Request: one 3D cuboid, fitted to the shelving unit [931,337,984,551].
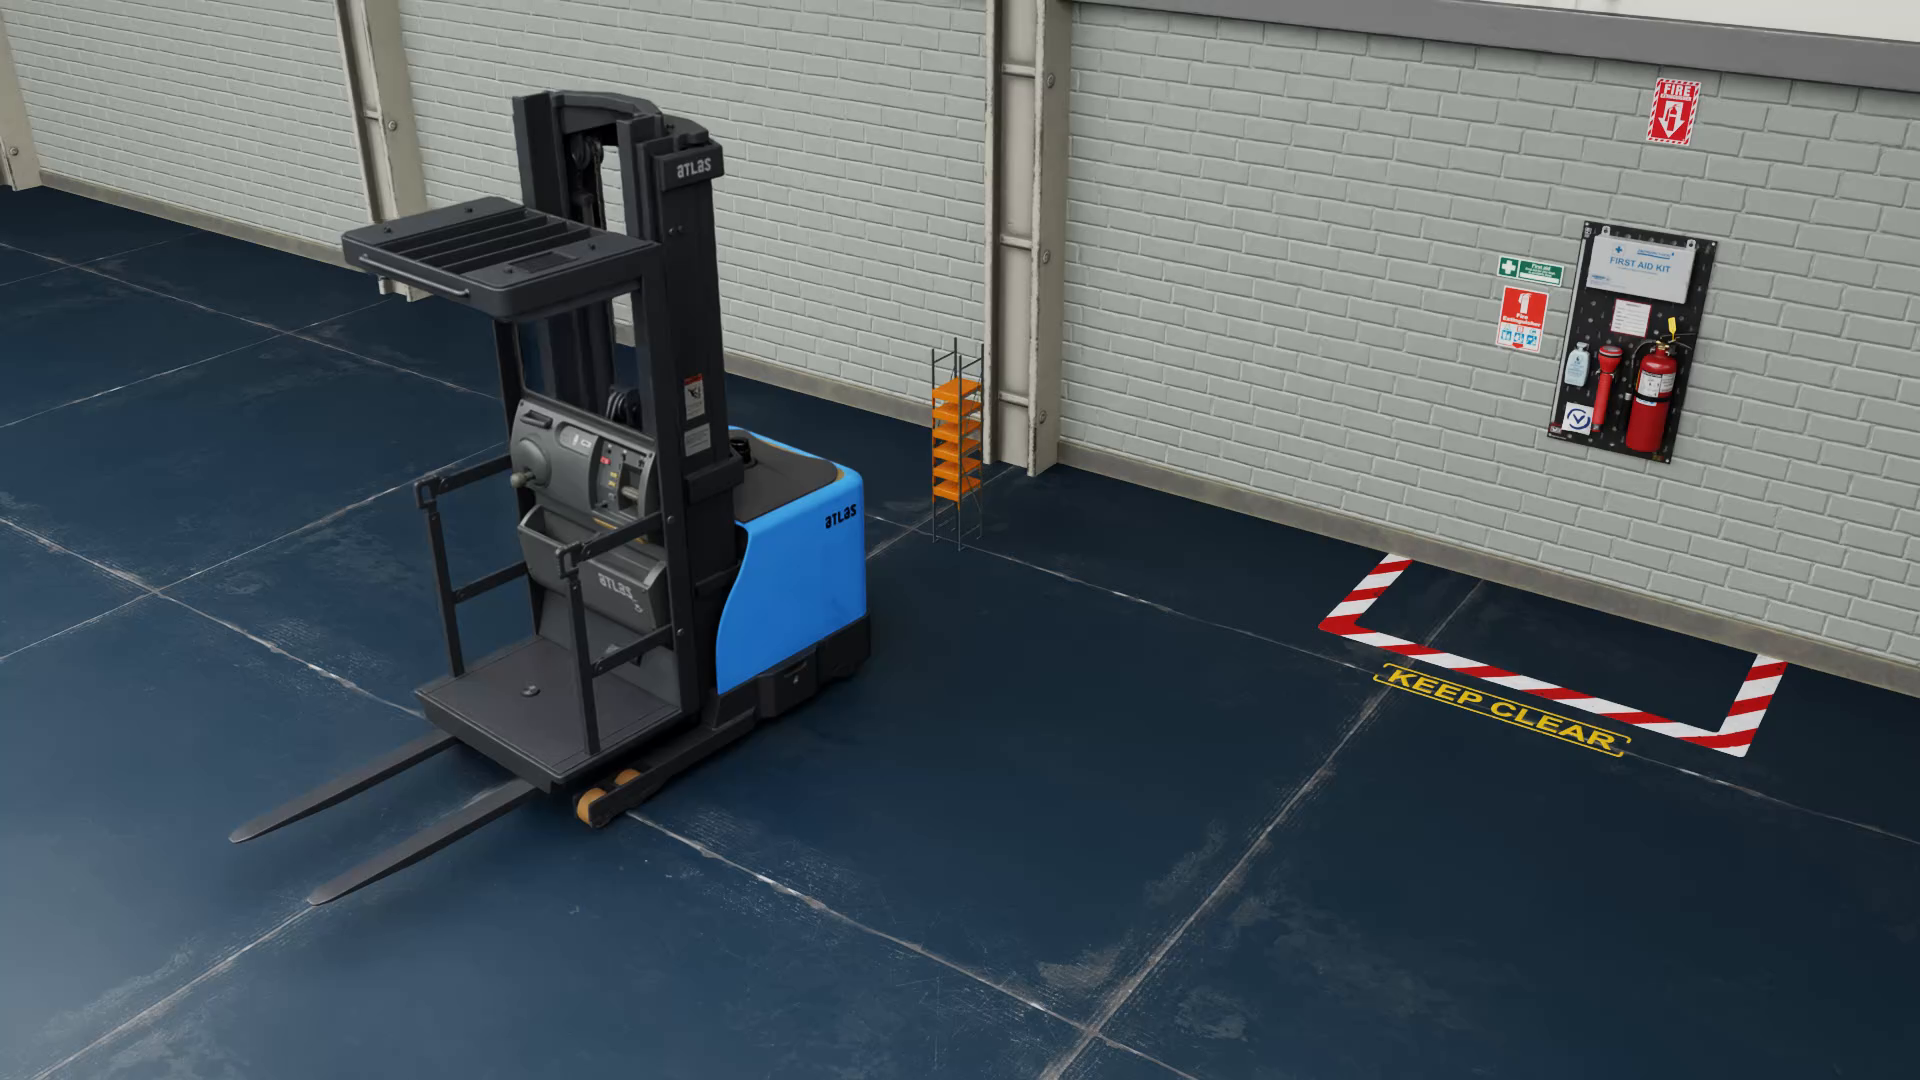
[{"bbox_3d":[-0.012,-0.538,9.485,0.189,1.200,0.258,17,32,30],"label":"shelving unit"}]

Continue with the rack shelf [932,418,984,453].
[{"bbox_3d":[-0.012,-0.606,9.451,0.180,0.103,0.258,17,32,30],"label":"rack shelf"}]

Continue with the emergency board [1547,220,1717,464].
[{"bbox_3d":[3.324,-0.953,8.315,0.643,1.169,0.194,17,32,30],"label":"emergency board"}]

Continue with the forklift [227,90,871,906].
[{"bbox_3d":[-1.788,-0.307,7.122,1.130,2.935,3.031,21,34,35],"label":"forklift"}]

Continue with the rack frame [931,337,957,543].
[{"bbox_3d":[-0.087,-0.562,9.531,0.006,1.200,0.240,17,32,30],"label":"rack frame"}]

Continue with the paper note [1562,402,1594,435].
[{"bbox_3d":[3.217,-0.631,8.655,0.142,0.148,0.016,17,32,30],"label":"paper note"}]

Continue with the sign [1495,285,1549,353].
[{"bbox_3d":[2.927,-1.149,8.662,0.234,0.329,0.001,17,32,30],"label":"sign"}]

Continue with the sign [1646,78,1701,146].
[{"bbox_3d":[3.374,-2.025,7.867,0.199,0.298,0.001,17,32,30],"label":"sign"}]

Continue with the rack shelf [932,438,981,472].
[{"bbox_3d":[-0.012,-0.499,9.505,0.180,0.103,0.258,17,32,30],"label":"rack shelf"}]

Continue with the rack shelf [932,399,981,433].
[{"bbox_3d":[-0.012,-0.713,9.396,0.180,0.103,0.258,17,32,30],"label":"rack shelf"}]

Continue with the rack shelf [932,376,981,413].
[{"bbox_3d":[-0.012,-0.820,9.342,0.180,0.103,0.258,17,32,30],"label":"rack shelf"}]

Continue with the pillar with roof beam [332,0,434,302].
[{"bbox_3d":[-6.989,-4.450,8.572,0.400,9.000,9.100,17,32,30],"label":"pillar with roof beam"}]

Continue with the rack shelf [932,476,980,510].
[{"bbox_3d":[-0.012,-0.285,9.614,0.180,0.103,0.258,17,32,30],"label":"rack shelf"}]

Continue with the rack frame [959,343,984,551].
[{"bbox_3d":[0.063,-0.515,9.439,0.006,1.200,0.240,17,32,30],"label":"rack frame"}]

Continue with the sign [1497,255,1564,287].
[{"bbox_3d":[2.925,-1.381,8.533,0.331,0.109,0.001,17,32,30],"label":"sign"}]

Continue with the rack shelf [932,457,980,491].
[{"bbox_3d":[-0.012,-0.392,9.560,0.180,0.103,0.258,17,32,30],"label":"rack shelf"}]

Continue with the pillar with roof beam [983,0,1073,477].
[{"bbox_3d":[-2.044,-2.909,5.544,0.400,9.000,9.100,17,32,30],"label":"pillar with roof beam"}]

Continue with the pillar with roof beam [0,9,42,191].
[{"bbox_3d":[-11.935,-5.990,11.599,0.400,9.000,9.100,17,32,30],"label":"pillar with roof beam"}]
